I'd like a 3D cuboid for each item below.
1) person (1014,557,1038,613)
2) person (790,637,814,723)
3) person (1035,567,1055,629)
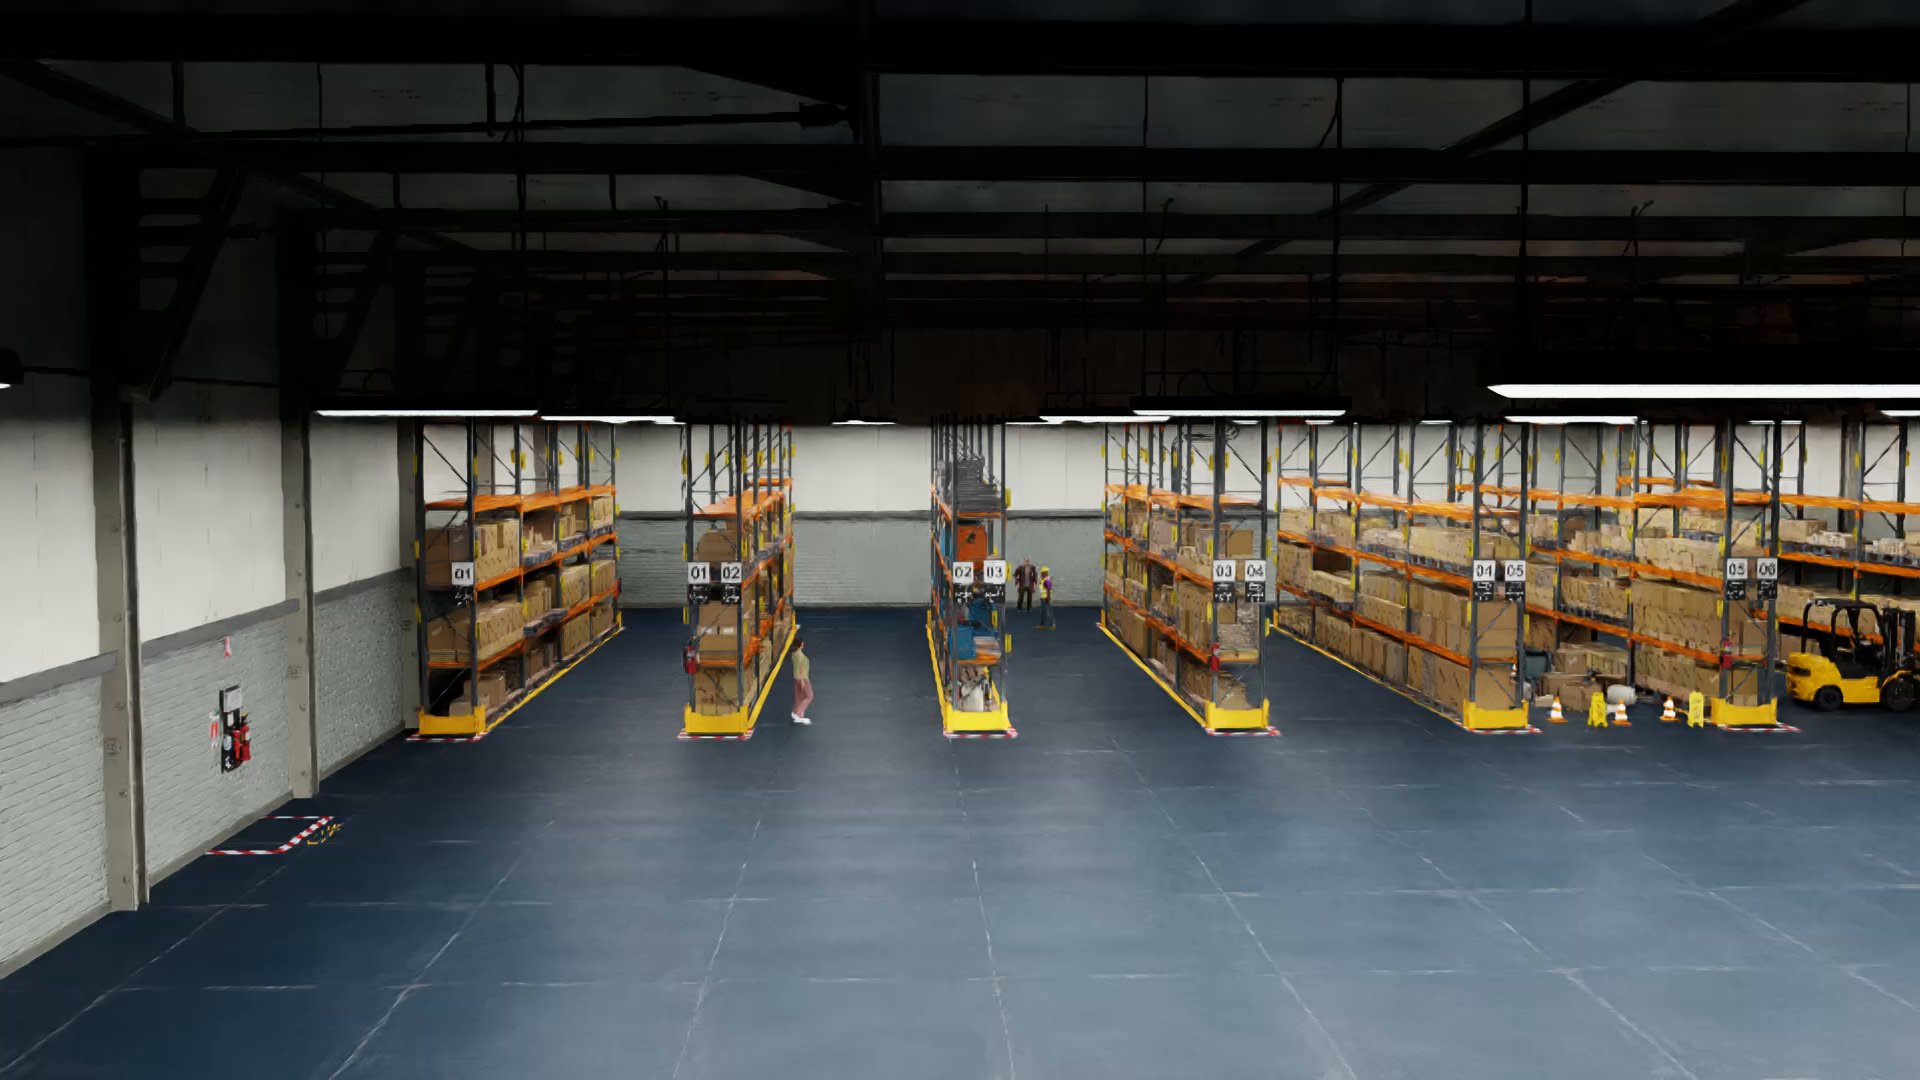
[{"bbox_3d":[2.023,1.405,51.224,0.729,1.680,0.538,0,4,-4],"label":"person"},{"bbox_3d":[-3.092,2.705,32.073,0.435,1.671,0.493,-2,4,-29],"label":"person"},{"bbox_3d":[2.420,1.632,47.097,0.506,1.764,0.652,-1,4,-10],"label":"person"}]
